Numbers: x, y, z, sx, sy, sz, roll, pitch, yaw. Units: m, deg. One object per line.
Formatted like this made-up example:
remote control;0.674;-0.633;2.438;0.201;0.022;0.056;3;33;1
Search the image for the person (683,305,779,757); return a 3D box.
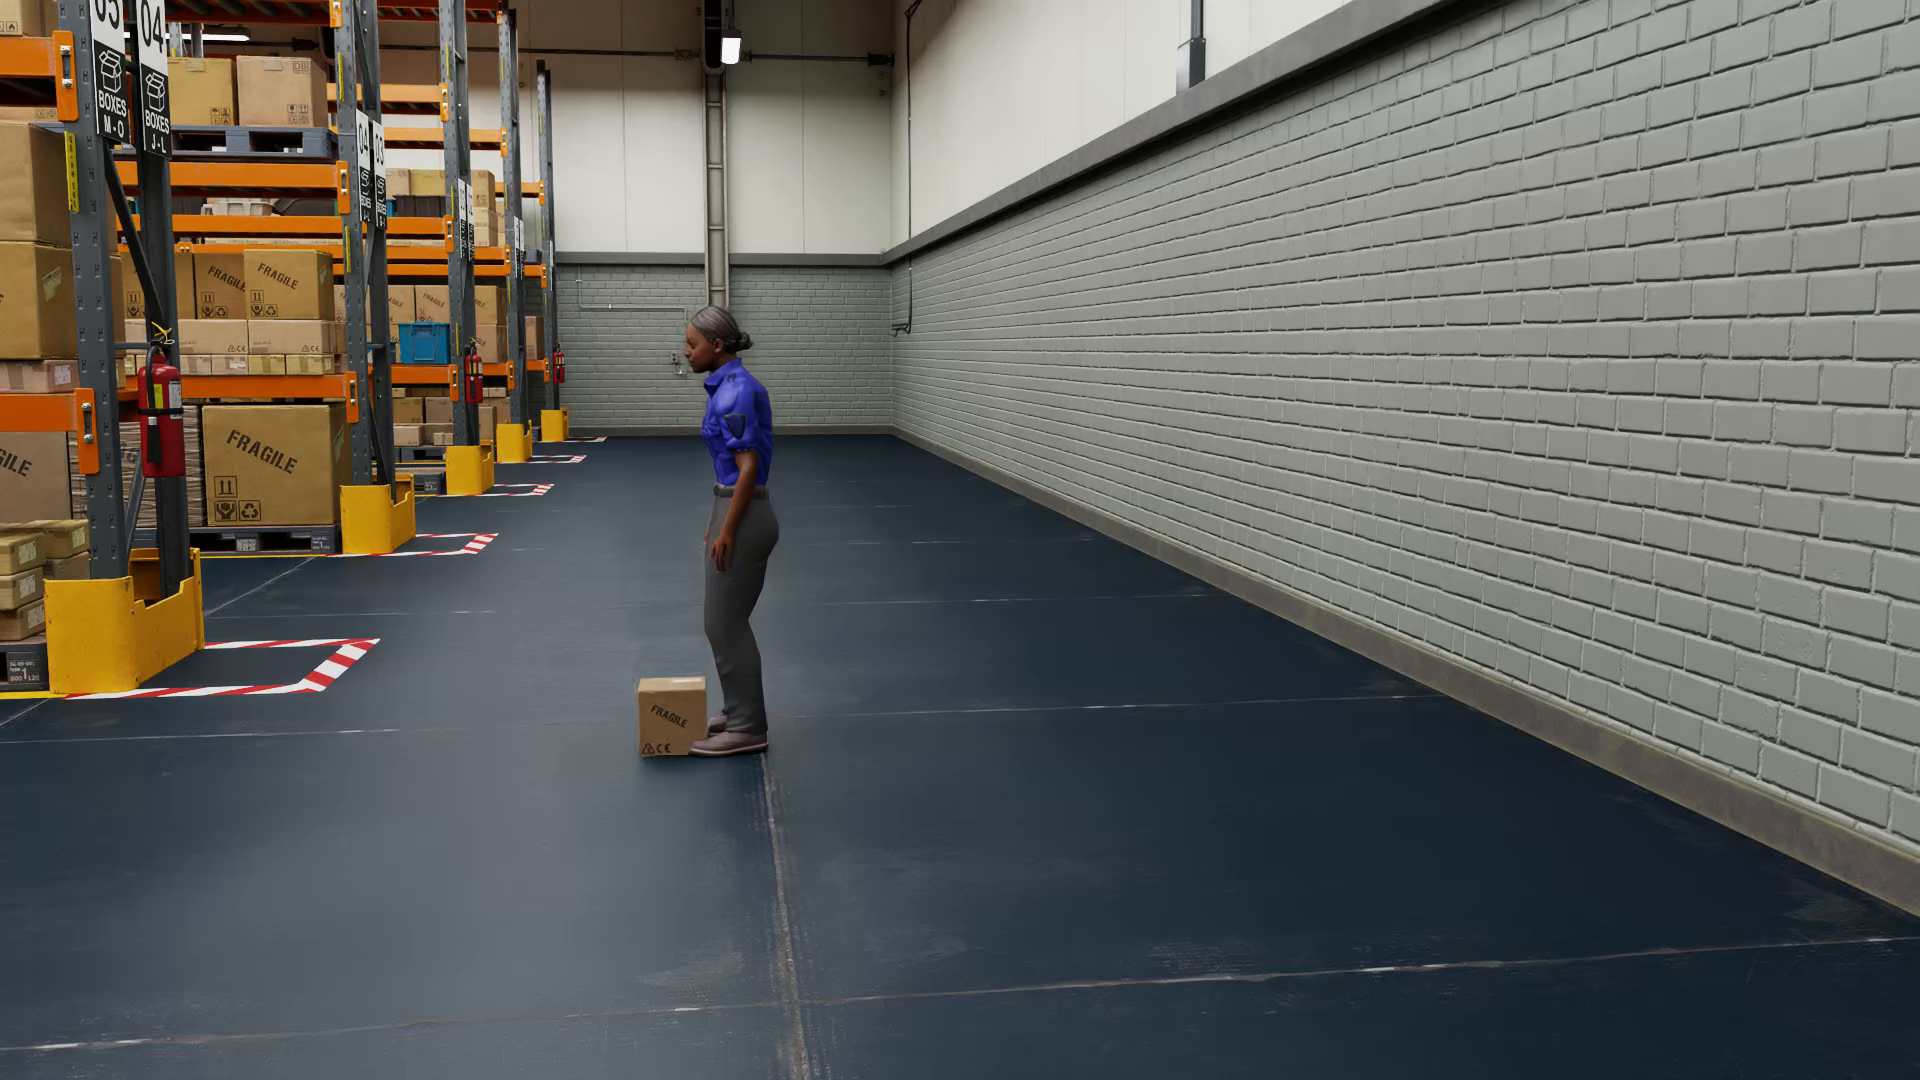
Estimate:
person;-0.856;-0.042;6.223;0.348;1.655;0.505;-1;7;-11
